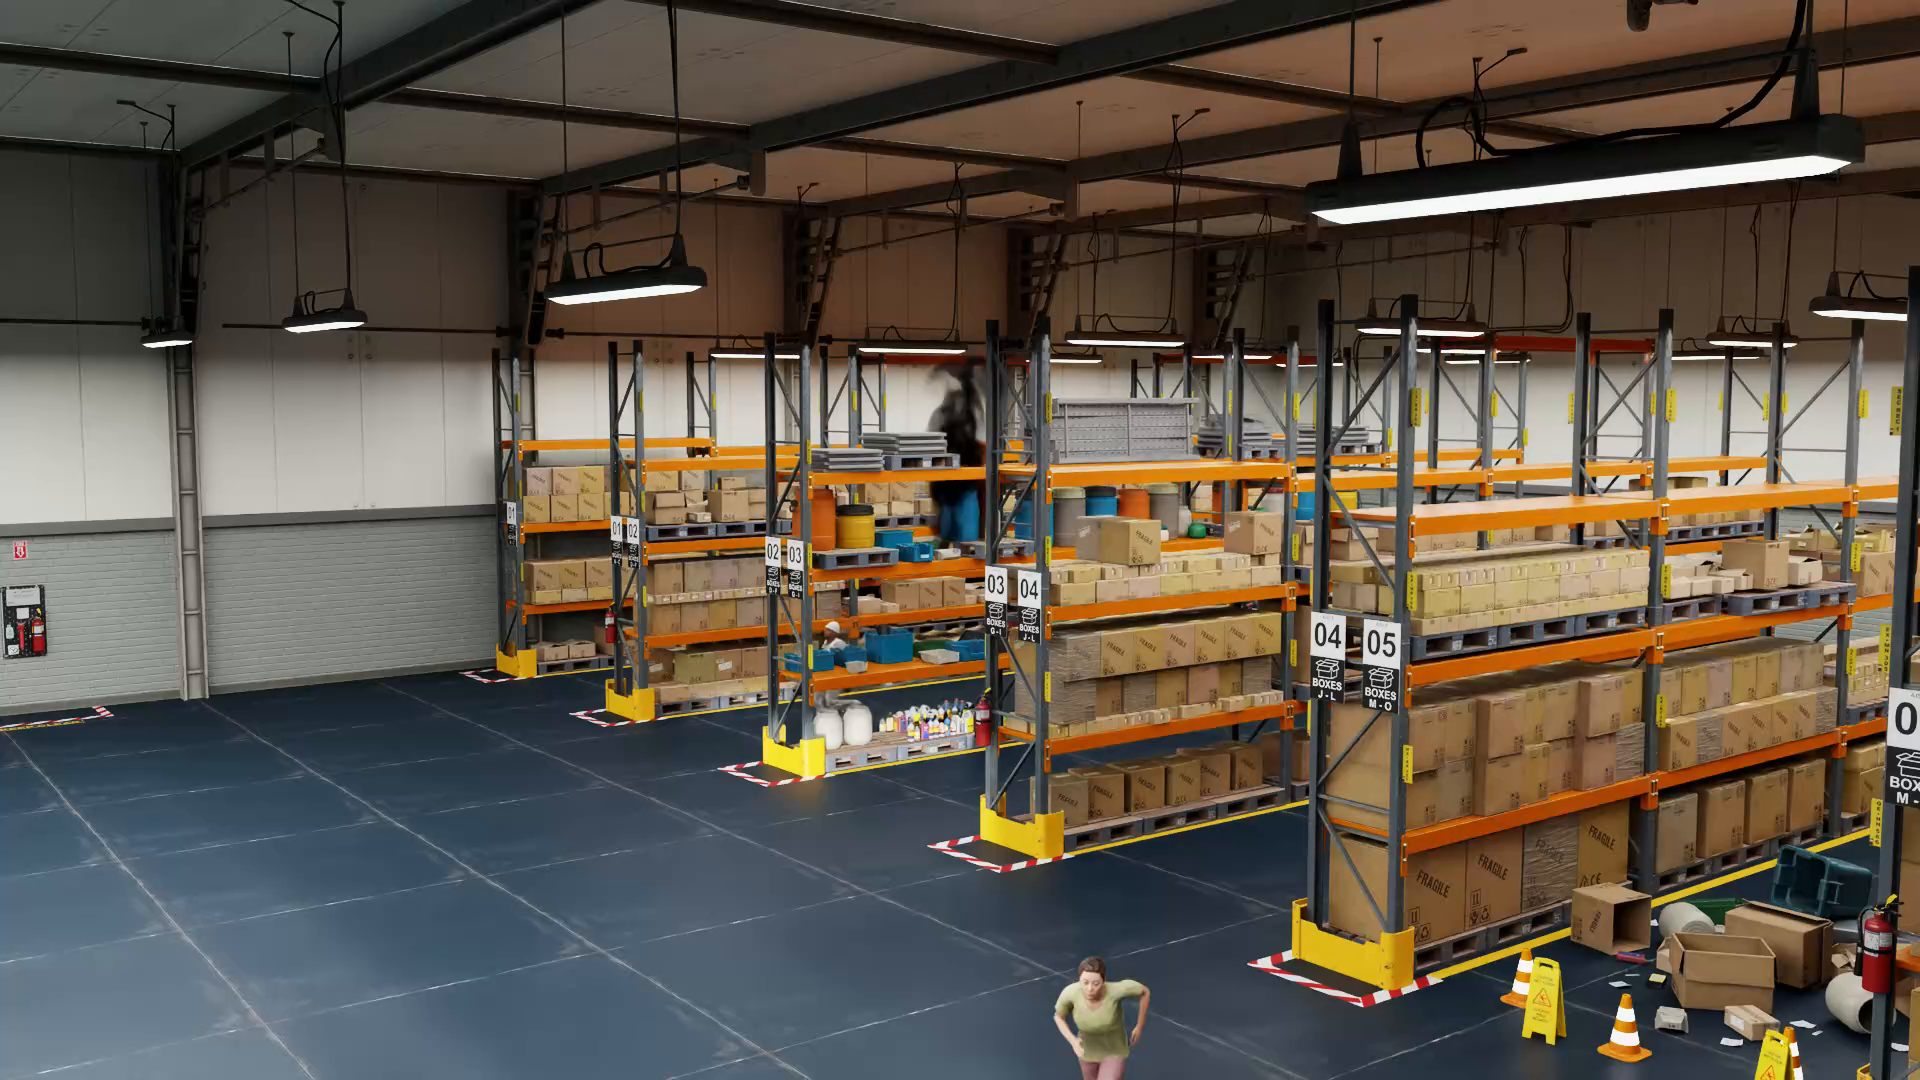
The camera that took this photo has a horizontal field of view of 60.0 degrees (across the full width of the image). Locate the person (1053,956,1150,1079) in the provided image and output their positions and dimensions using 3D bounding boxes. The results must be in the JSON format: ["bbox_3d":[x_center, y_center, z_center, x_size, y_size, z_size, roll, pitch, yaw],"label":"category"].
[{"bbox_3d":[0.951,3.433,10.998,0.619,1.626,0.961,1,5,14],"label":"person"}]

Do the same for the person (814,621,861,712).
[{"bbox_3d":[-1.901,2.101,25.273,0.772,1.737,0.691,-3,6,-33],"label":"person"}]
